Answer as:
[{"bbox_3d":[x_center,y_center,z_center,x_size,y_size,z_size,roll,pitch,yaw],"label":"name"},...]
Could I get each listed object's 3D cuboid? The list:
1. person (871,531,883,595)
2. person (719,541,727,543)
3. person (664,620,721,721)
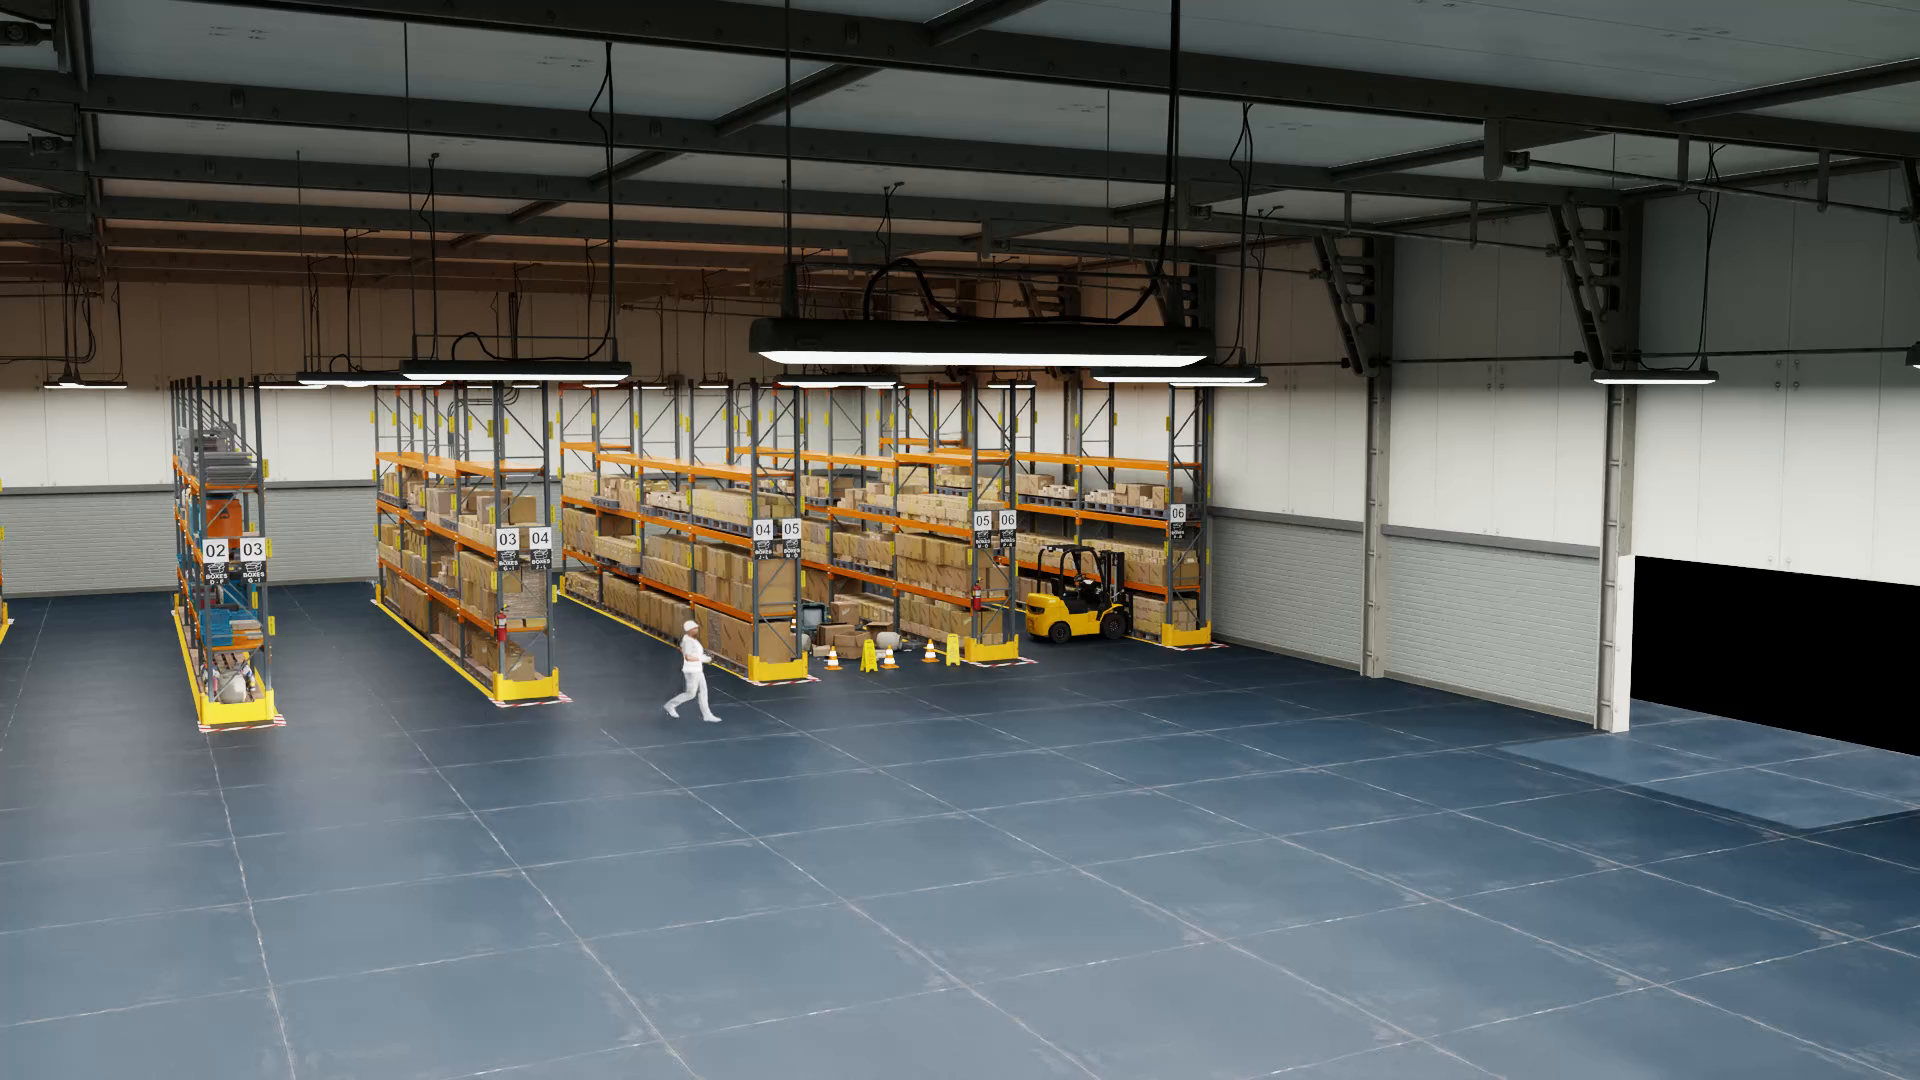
[{"bbox_3d":[-2.365,0.623,44.887,0.643,1.741,0.595,-3,6,-26],"label":"person"},{"bbox_3d":[-7.065,0.407,50.737,0.716,1.639,0.588,-2,6,-24],"label":"person"},{"bbox_3d":[-4.622,2.271,28.683,0.974,1.778,0.683,0,5,-1],"label":"person"}]
